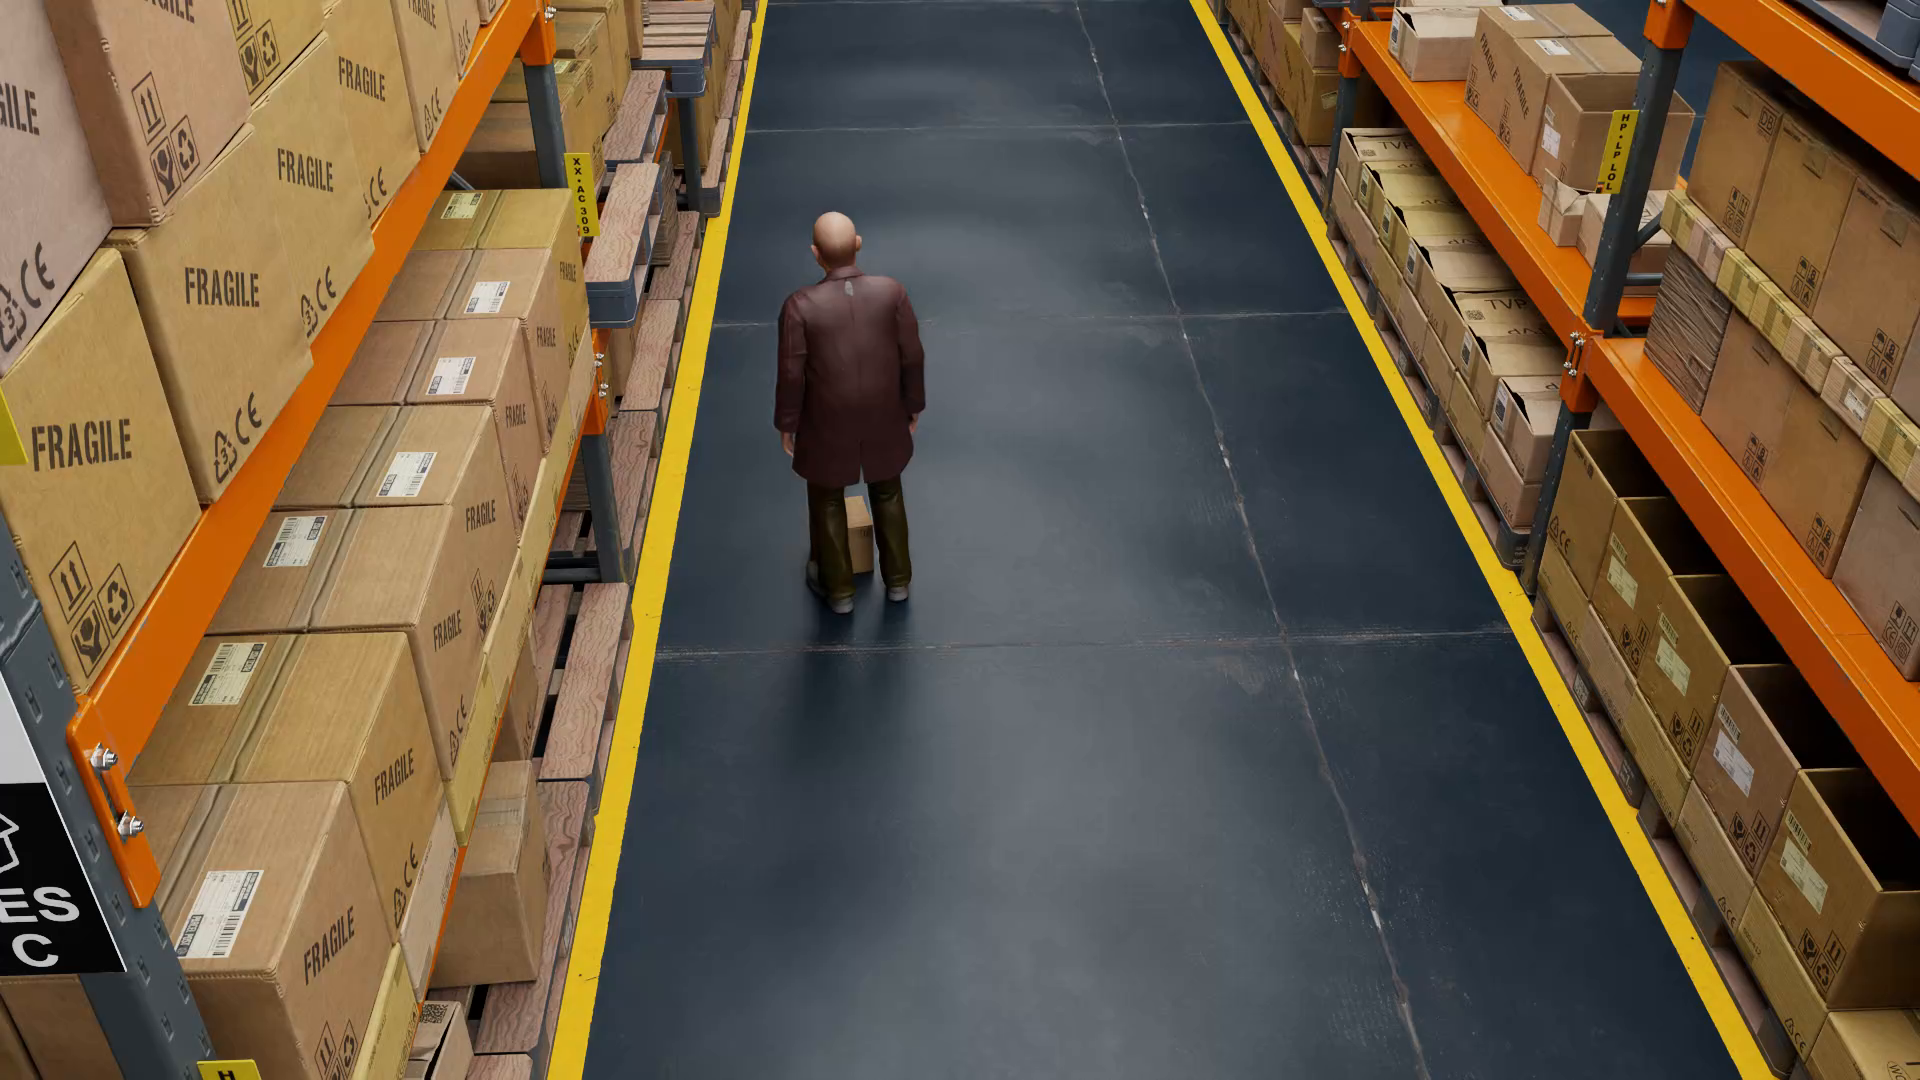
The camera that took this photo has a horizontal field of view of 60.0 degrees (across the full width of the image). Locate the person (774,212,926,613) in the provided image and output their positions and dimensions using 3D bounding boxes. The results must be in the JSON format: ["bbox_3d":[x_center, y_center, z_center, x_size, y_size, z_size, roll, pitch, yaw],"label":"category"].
[{"bbox_3d":[-0.452,-0.506,6.887,0.641,1.773,0.428,-10,36,-14],"label":"person"}]
